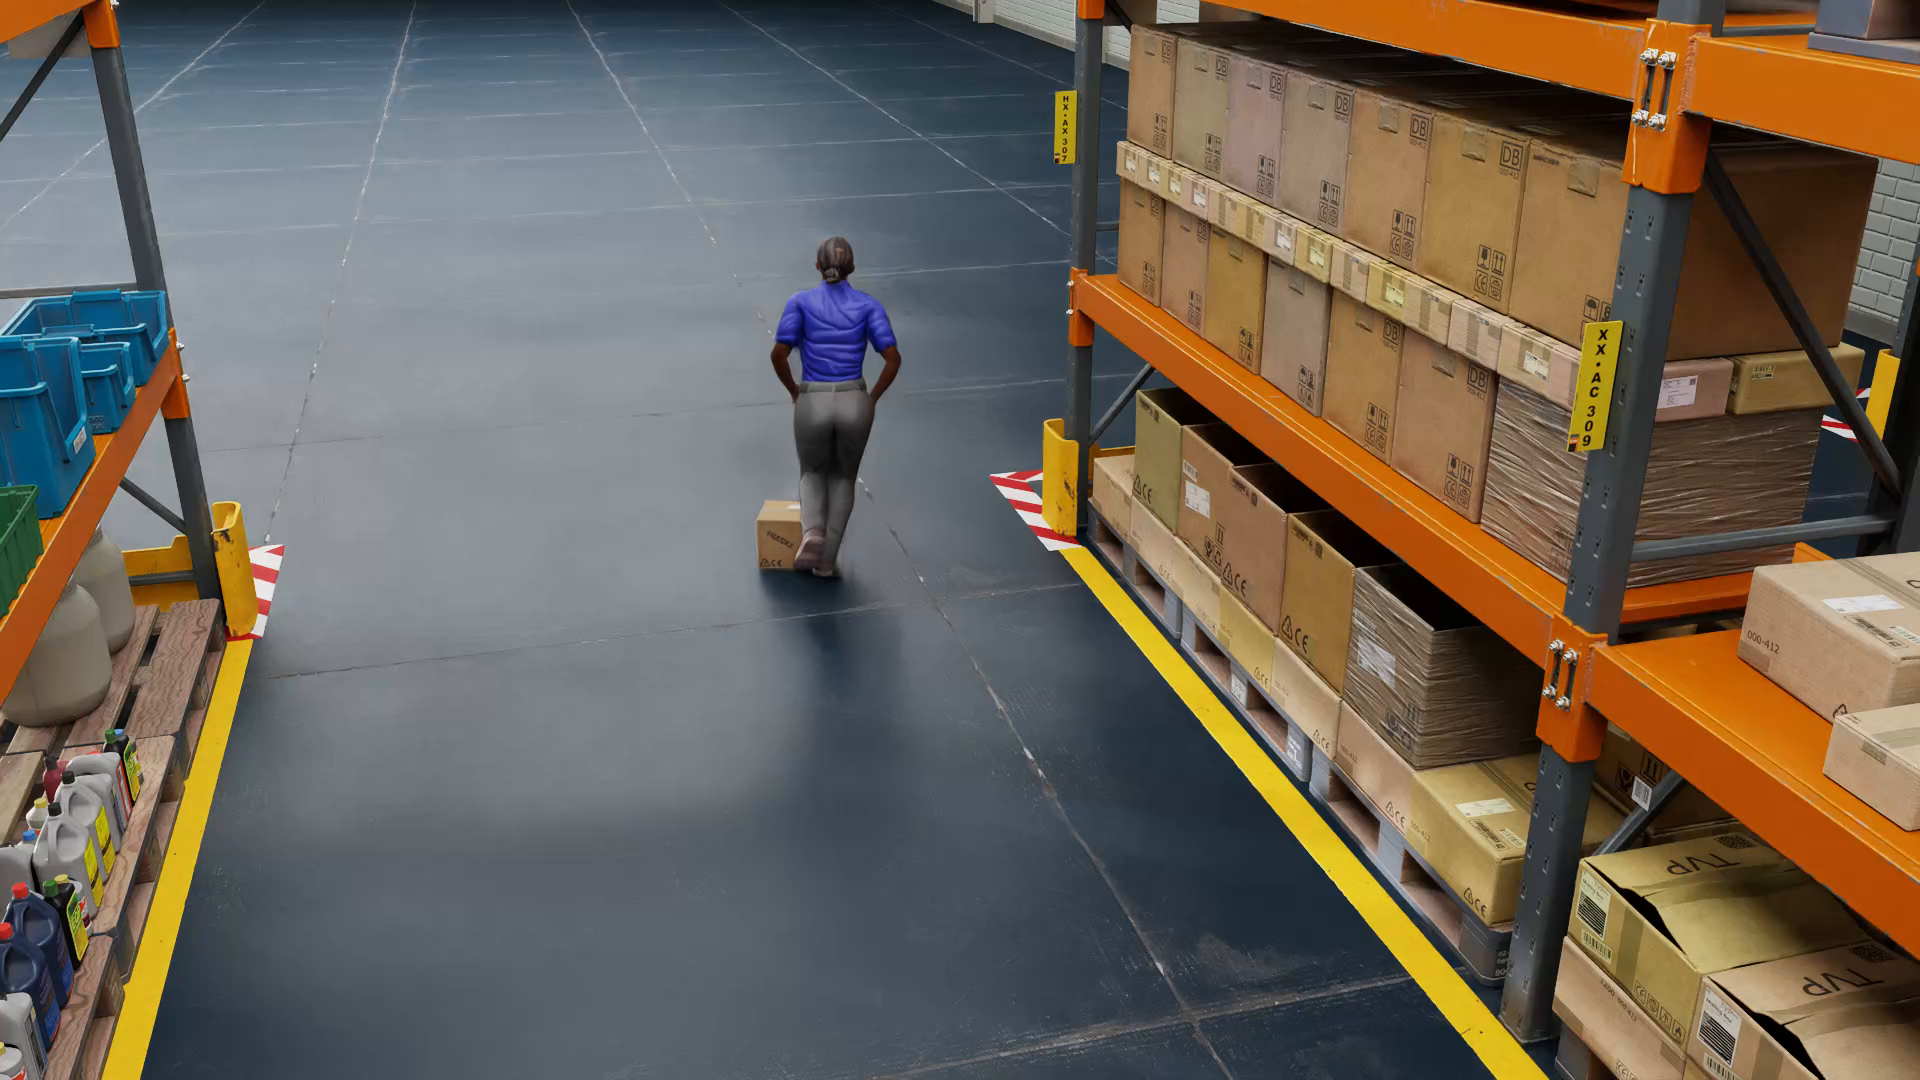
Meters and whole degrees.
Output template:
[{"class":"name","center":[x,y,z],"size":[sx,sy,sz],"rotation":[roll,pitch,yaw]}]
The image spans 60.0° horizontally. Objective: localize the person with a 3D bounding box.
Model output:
[{"class":"person","center":[-0.554,-0.570,7.536],"size":[0.584,1.565,0.564],"rotation":[-2,23,-6]}]
